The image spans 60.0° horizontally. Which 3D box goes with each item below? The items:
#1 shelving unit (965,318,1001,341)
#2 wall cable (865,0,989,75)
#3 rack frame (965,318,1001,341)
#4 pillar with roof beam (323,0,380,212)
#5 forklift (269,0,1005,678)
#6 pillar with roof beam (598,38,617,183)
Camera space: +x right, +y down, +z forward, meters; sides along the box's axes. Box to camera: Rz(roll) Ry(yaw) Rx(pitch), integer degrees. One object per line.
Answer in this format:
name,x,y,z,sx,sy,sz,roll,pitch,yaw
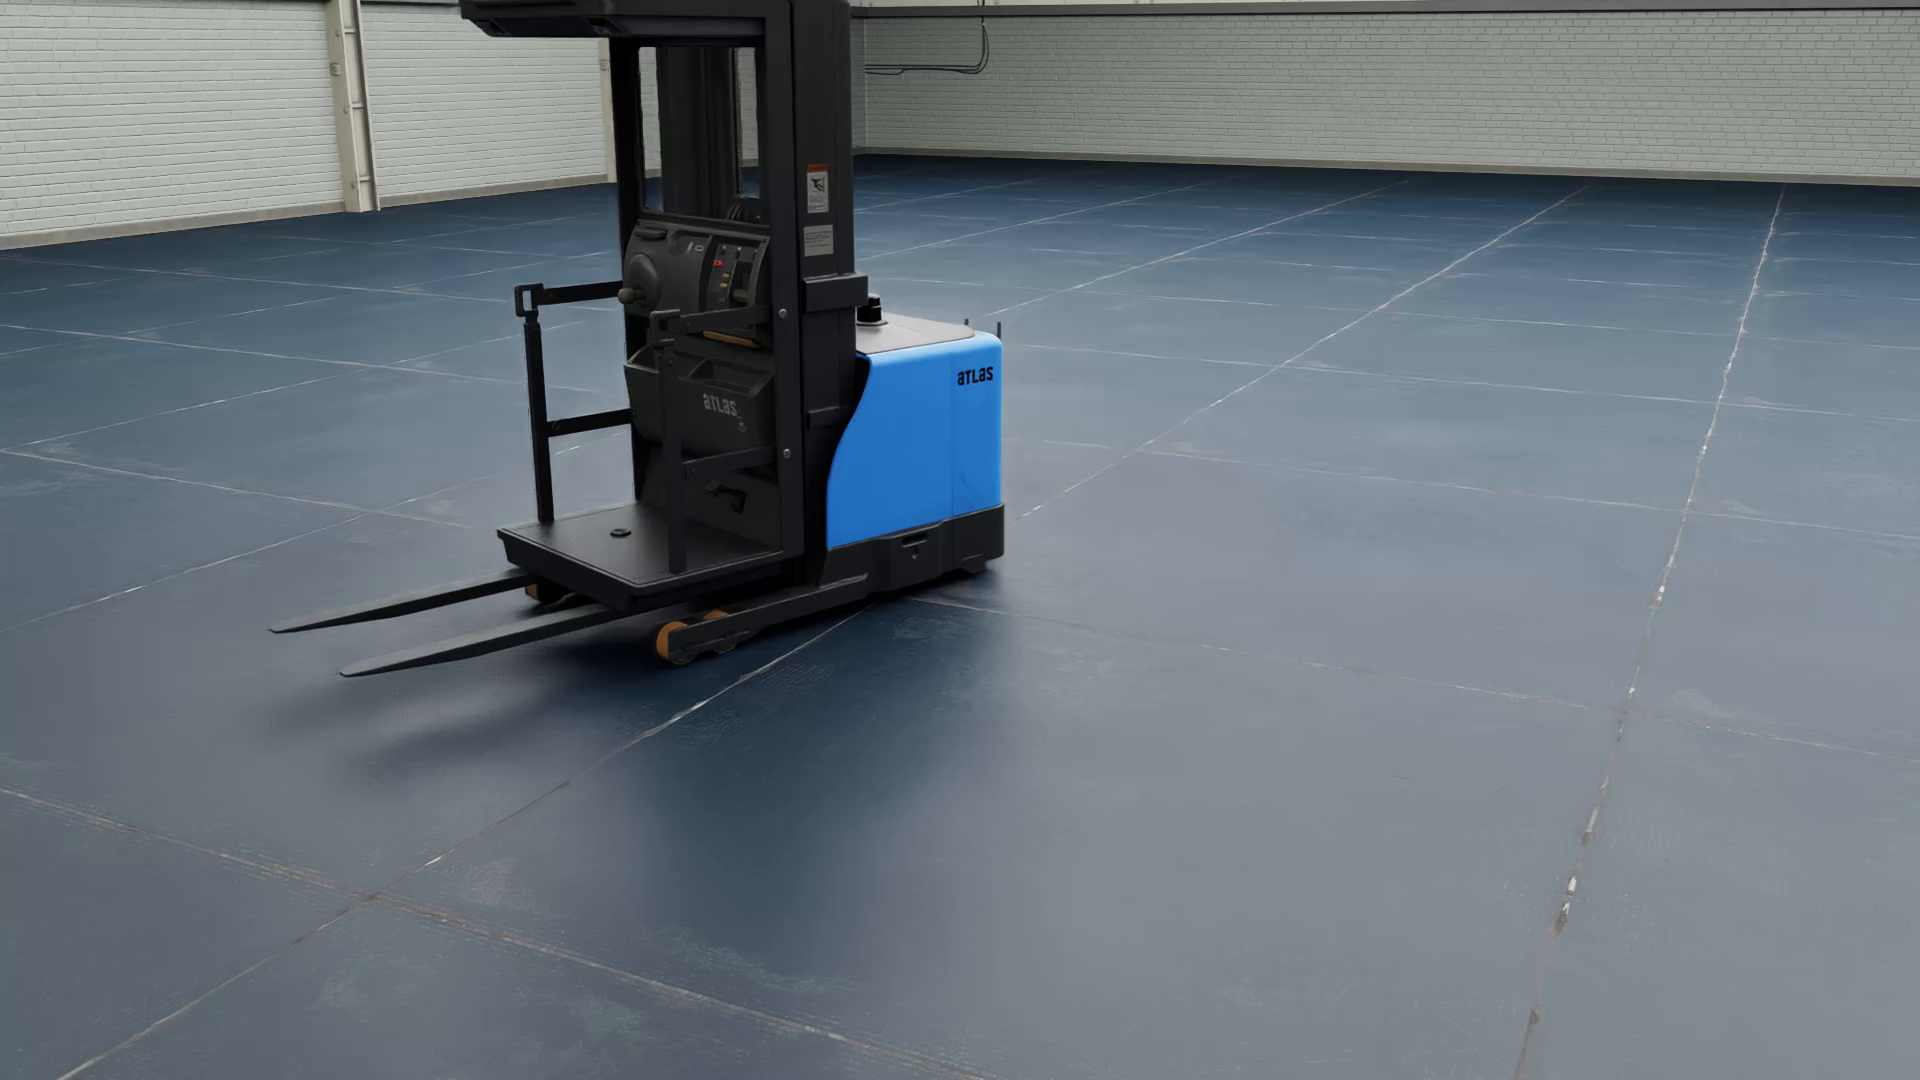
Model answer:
shelving unit,0.040,-0.501,7.866,0.215,1.050,0.252,11,20,32
wall cable,-0.787,-11.231,35.485,3.097,2.526,0.112,8,18,25
rack frame,0.108,-0.529,7.963,0.200,1.050,0.008,11,20,32
pillar with roof beam,-4.798,-8.533,20.948,9.100,9.000,0.400,8,18,25
forklift,-1.219,-1.090,6.545,3.031,2.935,1.130,-15,22,-41
pillar with roof beam,-2.117,-10.061,26.093,9.100,9.000,0.400,8,18,25
